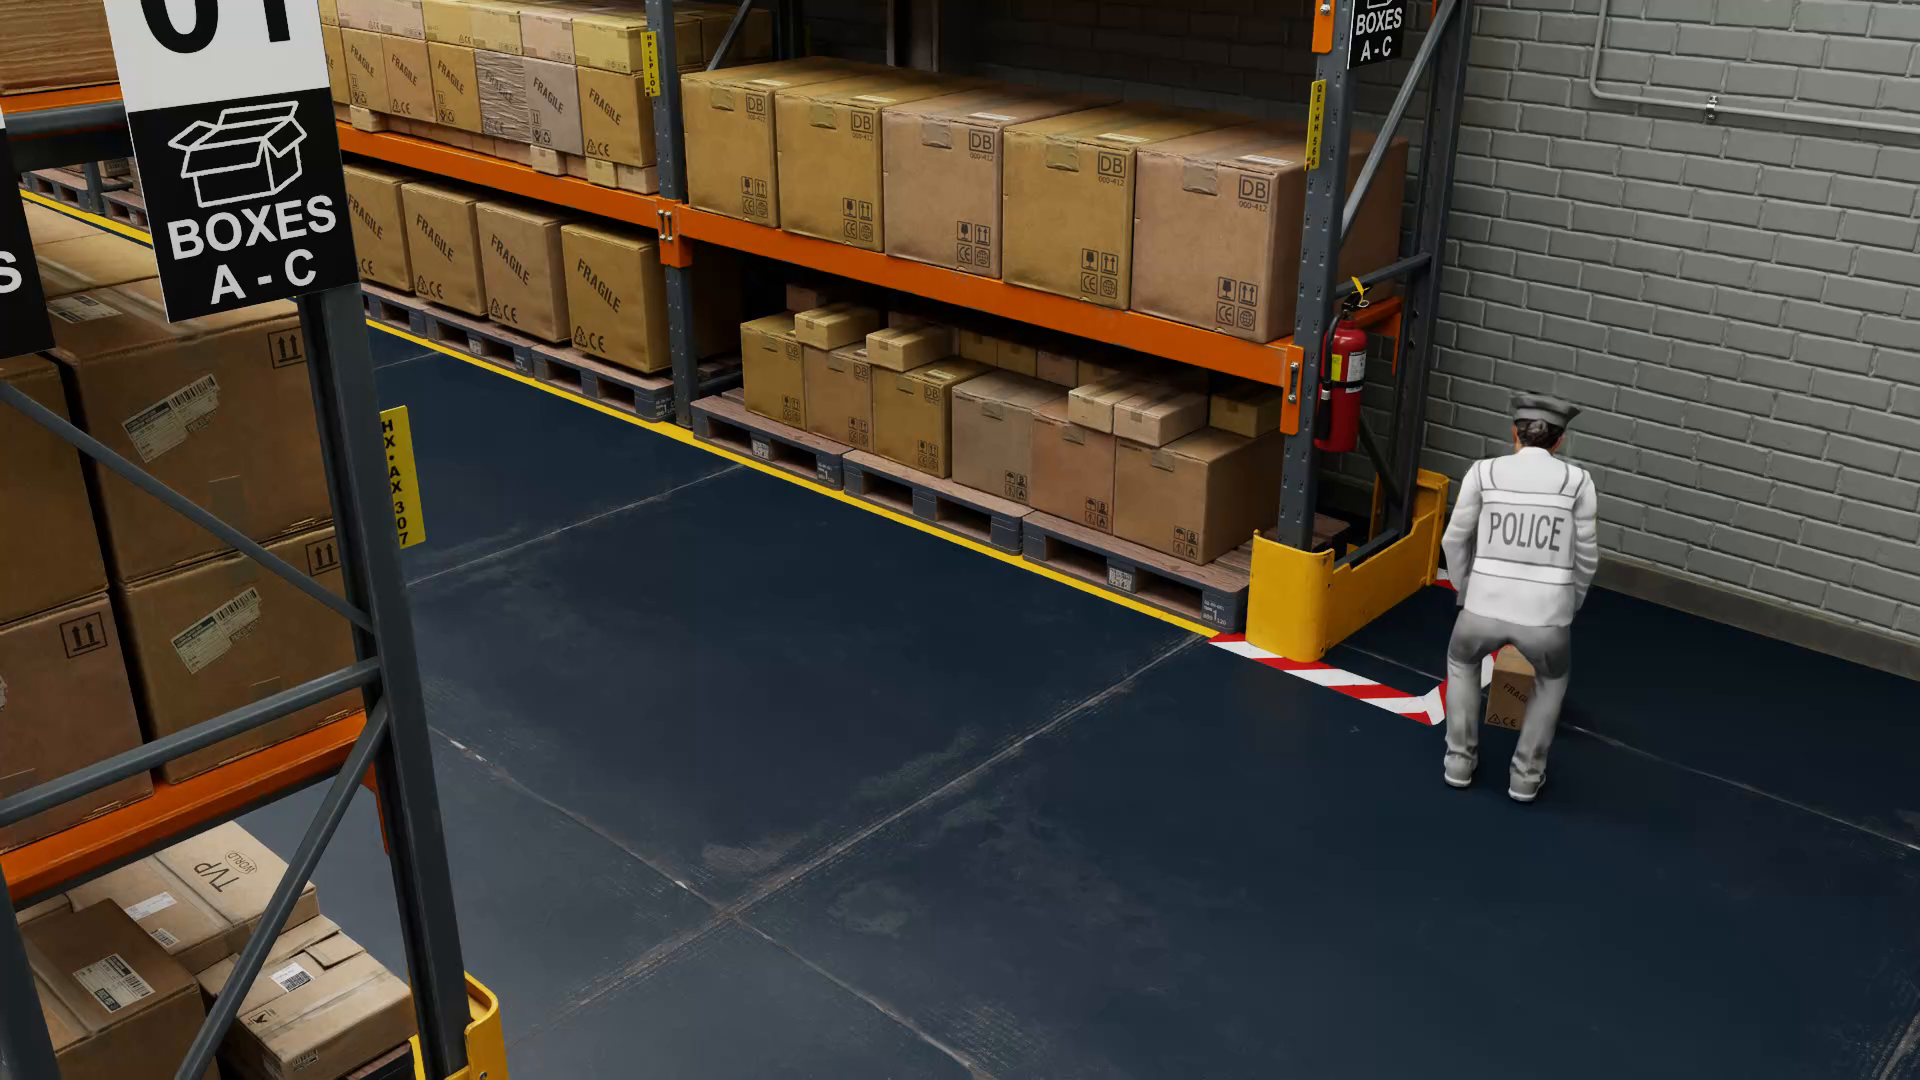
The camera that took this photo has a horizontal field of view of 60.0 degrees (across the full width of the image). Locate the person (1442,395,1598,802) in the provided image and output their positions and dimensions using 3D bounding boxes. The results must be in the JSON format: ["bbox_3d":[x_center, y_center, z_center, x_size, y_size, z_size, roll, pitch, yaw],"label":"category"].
[{"bbox_3d":[1.967,0.208,5.937,0.534,1.429,0.674,11,26,22],"label":"person"}]
